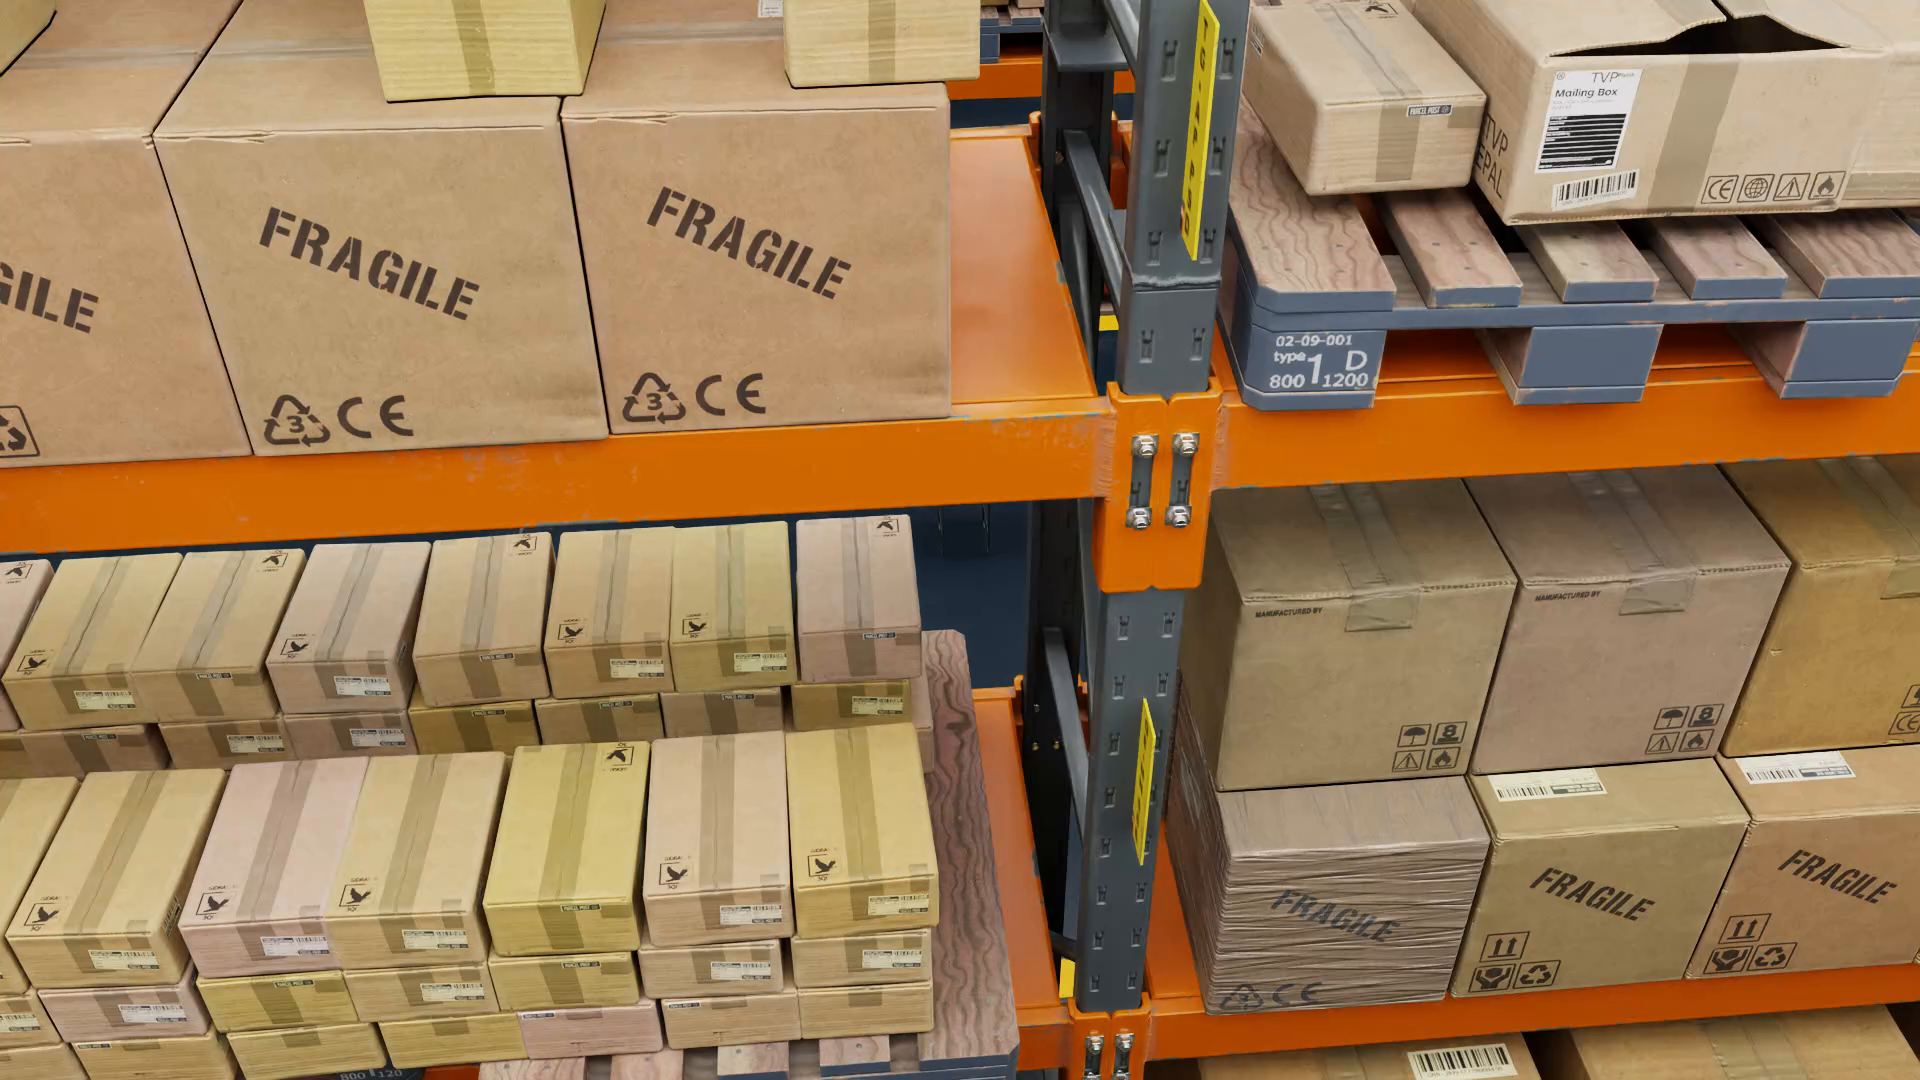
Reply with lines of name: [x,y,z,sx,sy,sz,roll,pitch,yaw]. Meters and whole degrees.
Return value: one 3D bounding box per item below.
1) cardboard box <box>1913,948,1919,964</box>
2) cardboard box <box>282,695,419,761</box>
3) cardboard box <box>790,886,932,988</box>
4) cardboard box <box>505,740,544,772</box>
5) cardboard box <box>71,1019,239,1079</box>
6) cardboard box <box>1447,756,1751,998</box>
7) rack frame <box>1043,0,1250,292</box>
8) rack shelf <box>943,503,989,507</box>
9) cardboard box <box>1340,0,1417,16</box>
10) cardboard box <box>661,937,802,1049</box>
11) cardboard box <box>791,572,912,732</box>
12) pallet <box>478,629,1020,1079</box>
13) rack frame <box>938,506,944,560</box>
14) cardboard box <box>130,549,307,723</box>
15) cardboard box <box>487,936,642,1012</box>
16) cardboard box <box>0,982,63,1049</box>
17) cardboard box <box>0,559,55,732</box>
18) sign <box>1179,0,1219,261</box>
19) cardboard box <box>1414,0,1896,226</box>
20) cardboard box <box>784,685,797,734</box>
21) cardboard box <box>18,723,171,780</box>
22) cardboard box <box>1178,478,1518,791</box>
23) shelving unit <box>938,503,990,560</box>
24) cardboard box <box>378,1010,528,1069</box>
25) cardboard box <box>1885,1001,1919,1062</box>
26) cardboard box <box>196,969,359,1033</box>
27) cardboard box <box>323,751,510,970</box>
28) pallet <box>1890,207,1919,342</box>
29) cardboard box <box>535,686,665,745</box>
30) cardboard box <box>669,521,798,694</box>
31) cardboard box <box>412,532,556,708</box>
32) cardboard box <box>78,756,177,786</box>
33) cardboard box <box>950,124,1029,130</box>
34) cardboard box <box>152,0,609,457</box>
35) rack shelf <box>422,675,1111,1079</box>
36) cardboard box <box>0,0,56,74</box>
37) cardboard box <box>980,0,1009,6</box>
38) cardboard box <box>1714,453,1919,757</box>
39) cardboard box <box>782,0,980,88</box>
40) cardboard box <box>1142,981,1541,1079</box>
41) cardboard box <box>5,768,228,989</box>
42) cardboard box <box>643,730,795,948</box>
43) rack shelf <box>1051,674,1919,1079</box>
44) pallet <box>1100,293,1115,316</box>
cardboard box: [2.239,0.535,3.569,0.500,0.500,0.500,-4,38,-4]
cardboard box: [-1.271,0.295,3.578,0.250,0.149,0.380,-3,38,-4]
cardboard box: [-0.189,0.640,3.140,0.250,0.149,0.380,-2,38,-3]
cardboard box: [-1.005,0.395,3.692,0.250,0.149,0.380,-1,38,-2]
cardboard box: [-1.466,0.827,3.144,0.250,0.149,0.380,-2,38,-3]
cardboard box: [1.240,0.589,3.502,0.500,0.500,0.500,-3,38,-4]
rack frame: [0.263,-1.840,1.817,0.127,3.000,1.000,-3,38,-4]
rack shelf: [0.014,-0.249,6.556,0.180,0.103,0.258,-3,38,-4]
cardboard box: [0.840,-0.943,2.871,0.250,0.166,0.380,-3,38,-4]
cardboard box: [-0.435,0.772,3.213,0.250,0.149,0.380,-3,38,-4]
cardboard box: [-0.236,0.235,3.654,0.250,0.149,0.380,-2,38,-2]
pallet: [-0.437,0.696,3.602,1.003,0.211,1.213,-3,38,-4]
rack frame: [-0.077,-0.467,6.373,0.006,1.200,0.240,-3,38,-4]
cardboard box: [-1.524,0.195,3.465,0.250,0.149,0.380,-2,38,-3]
cardboard box: [-0.716,0.672,3.100,0.250,0.149,0.380,-2,38,-3]
cardboard box: [-1.731,0.727,3.031,0.250,0.149,0.380,-4,38,-5]
cardboard box: [-2.040,0.222,3.431,0.250,0.149,0.380,-5,39,-6]
sign: [0.309,-0.530,2.161,0.005,0.325,0.100,-3,38,-4]
cardboard box: [1.003,-0.735,2.491,0.500,0.311,0.500,-3,38,-4]
cardboard box: [-0.468,0.364,3.731,0.250,0.149,0.380,-1,38,-2]
cardboard box: [-1.787,0.324,3.542,0.250,0.149,0.380,-2,38,-2]
cardboard box: [0.711,0.065,3.358,0.500,0.500,0.700,-3,38,-4]
shelving unit: [0.014,-0.472,6.379,0.189,1.200,0.258,-3,38,-4]
cardboard box: [-0.940,0.798,3.181,0.250,0.149,0.380,-4,38,-5]
cardboard box: [2.676,1.154,4.342,0.750,0.750,1.050,-3,38,-4]
cardboard box: [-1.214,0.698,3.068,0.250,0.149,0.380,-3,38,-4]
cardboard box: [-0.961,0.569,2.991,0.250,0.149,0.380,-2,38,-3]
pallet: [2.013,-0.719,2.971,1.213,0.211,1.003,-1,38,-2]
cardboard box: [-0.772,0.268,3.613,0.250,0.149,0.380,-4,38,-5]
cardboard box: [-0.482,0.138,3.537,0.250,0.149,0.380,-4,38,-5]
cardboard box: [-0.991,0.163,3.506,0.250,0.149,0.380,-5,39,-6]
cardboard box: [-1.780,0.437,3.639,0.250,0.149,0.380,-4,38,-5]
cardboard box: [0.288,-1.691,8.254,0.625,0.372,0.950,-6,39,-7]
cardboard box: [-0.780,-0.478,2.432,0.500,0.500,0.500,-3,38,-4]
rack shelf: [-1.729,0.908,3.759,4.000,0.370,1.077,-3,38,-4]
cardboard box: [-1.396,-0.736,2.141,0.258,0.266,0.396,-3,38,-4]
cardboard box: [0.064,-2.502,7.364,0.250,0.149,0.380,-5,39,-7]
cardboard box: [1.726,0.007,3.431,0.500,0.500,0.700,-4,38,-5]
cardboard box: [-0.117,-0.819,2.247,0.258,0.266,0.396,-3,38,-4]
cardboard box: [0.877,1.256,4.214,0.750,0.750,1.050,-4,38,-5]
cardboard box: [-1.473,0.595,2.958,0.250,0.149,0.380,-1,38,-2]
cardboard box: [-0.435,0.538,3.030,0.250,0.149,0.380,-4,38,-5]
rack shelf: [2.255,0.688,4.037,4.000,0.370,1.077,-3,38,-4]
pallet: [0.502,-1.480,8.456,1.213,0.211,1.003,-3,38,-4]
